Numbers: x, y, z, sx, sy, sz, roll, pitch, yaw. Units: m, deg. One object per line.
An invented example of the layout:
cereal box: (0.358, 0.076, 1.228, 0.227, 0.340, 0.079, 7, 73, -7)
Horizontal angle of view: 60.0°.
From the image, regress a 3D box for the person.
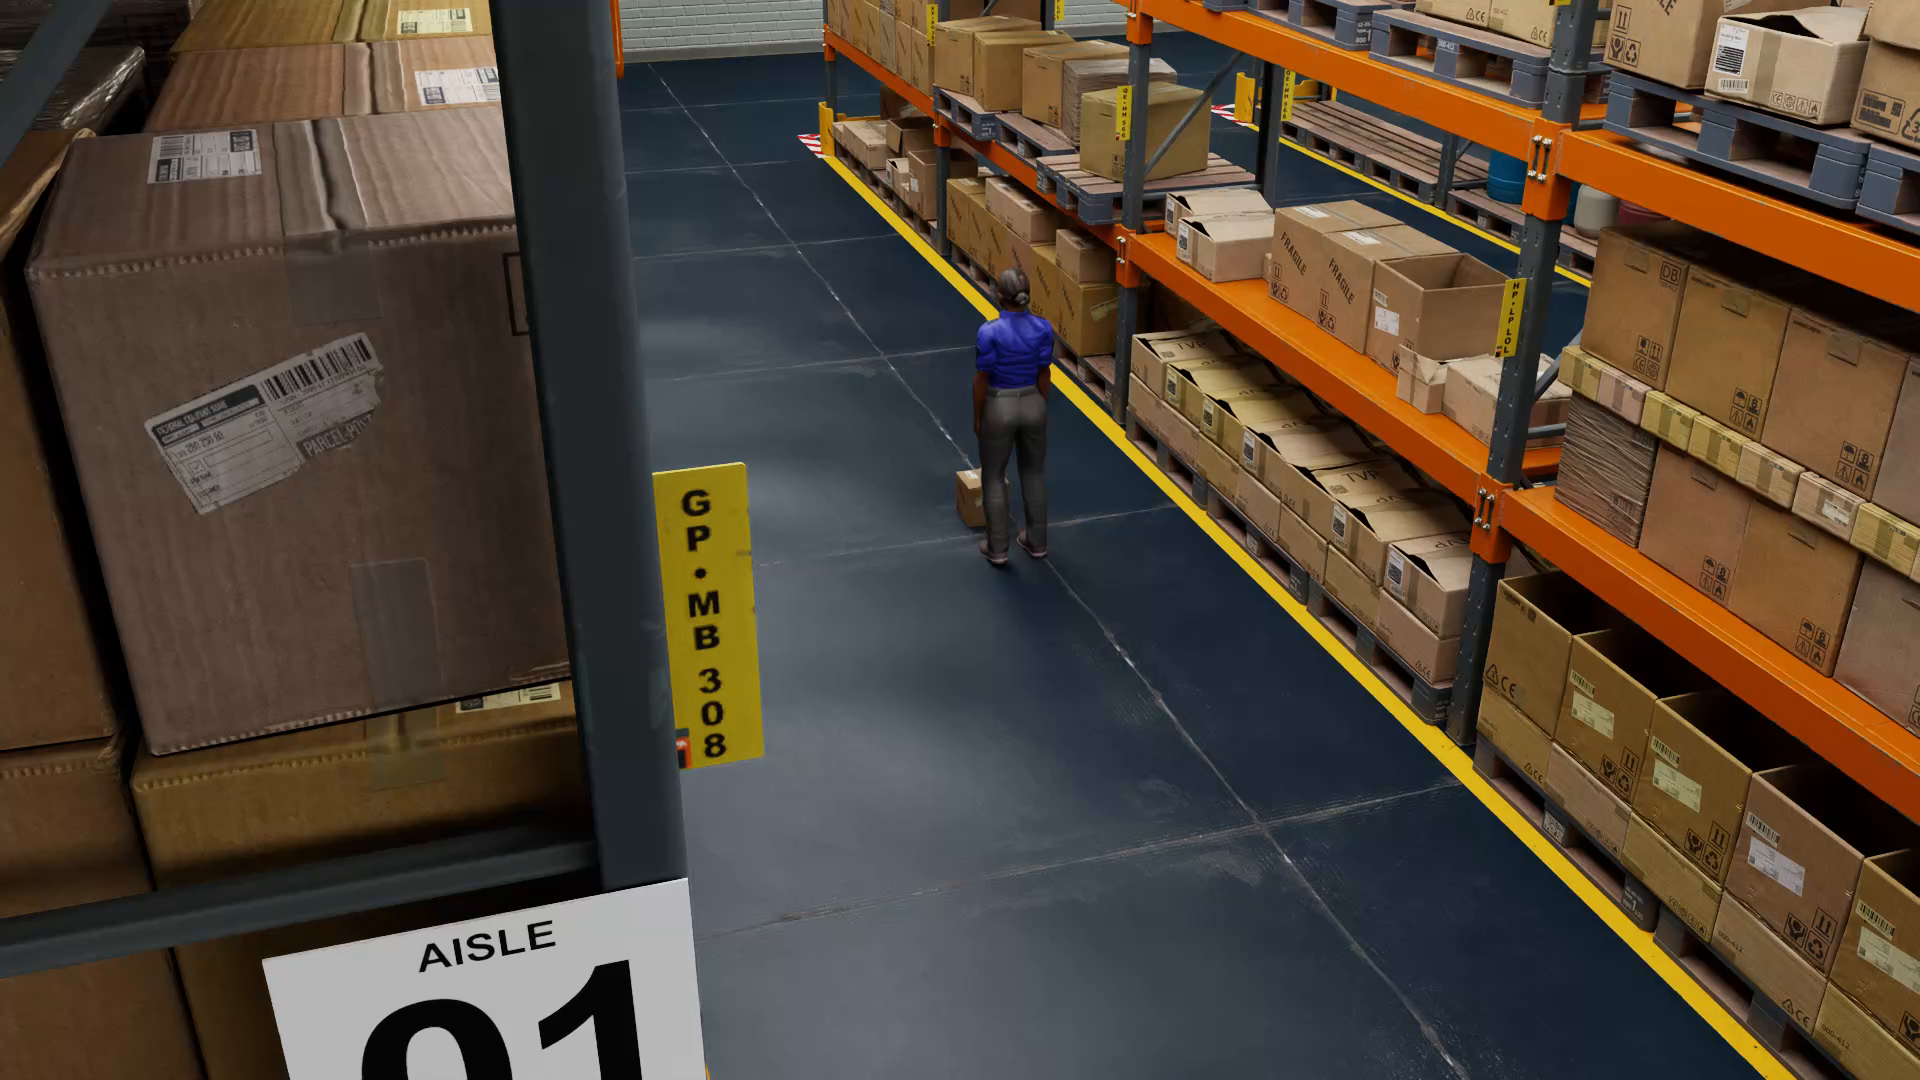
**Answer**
person: (0.274, -0.664, 8.967, 0.437, 1.665, 0.307, -8, 27, -15)
